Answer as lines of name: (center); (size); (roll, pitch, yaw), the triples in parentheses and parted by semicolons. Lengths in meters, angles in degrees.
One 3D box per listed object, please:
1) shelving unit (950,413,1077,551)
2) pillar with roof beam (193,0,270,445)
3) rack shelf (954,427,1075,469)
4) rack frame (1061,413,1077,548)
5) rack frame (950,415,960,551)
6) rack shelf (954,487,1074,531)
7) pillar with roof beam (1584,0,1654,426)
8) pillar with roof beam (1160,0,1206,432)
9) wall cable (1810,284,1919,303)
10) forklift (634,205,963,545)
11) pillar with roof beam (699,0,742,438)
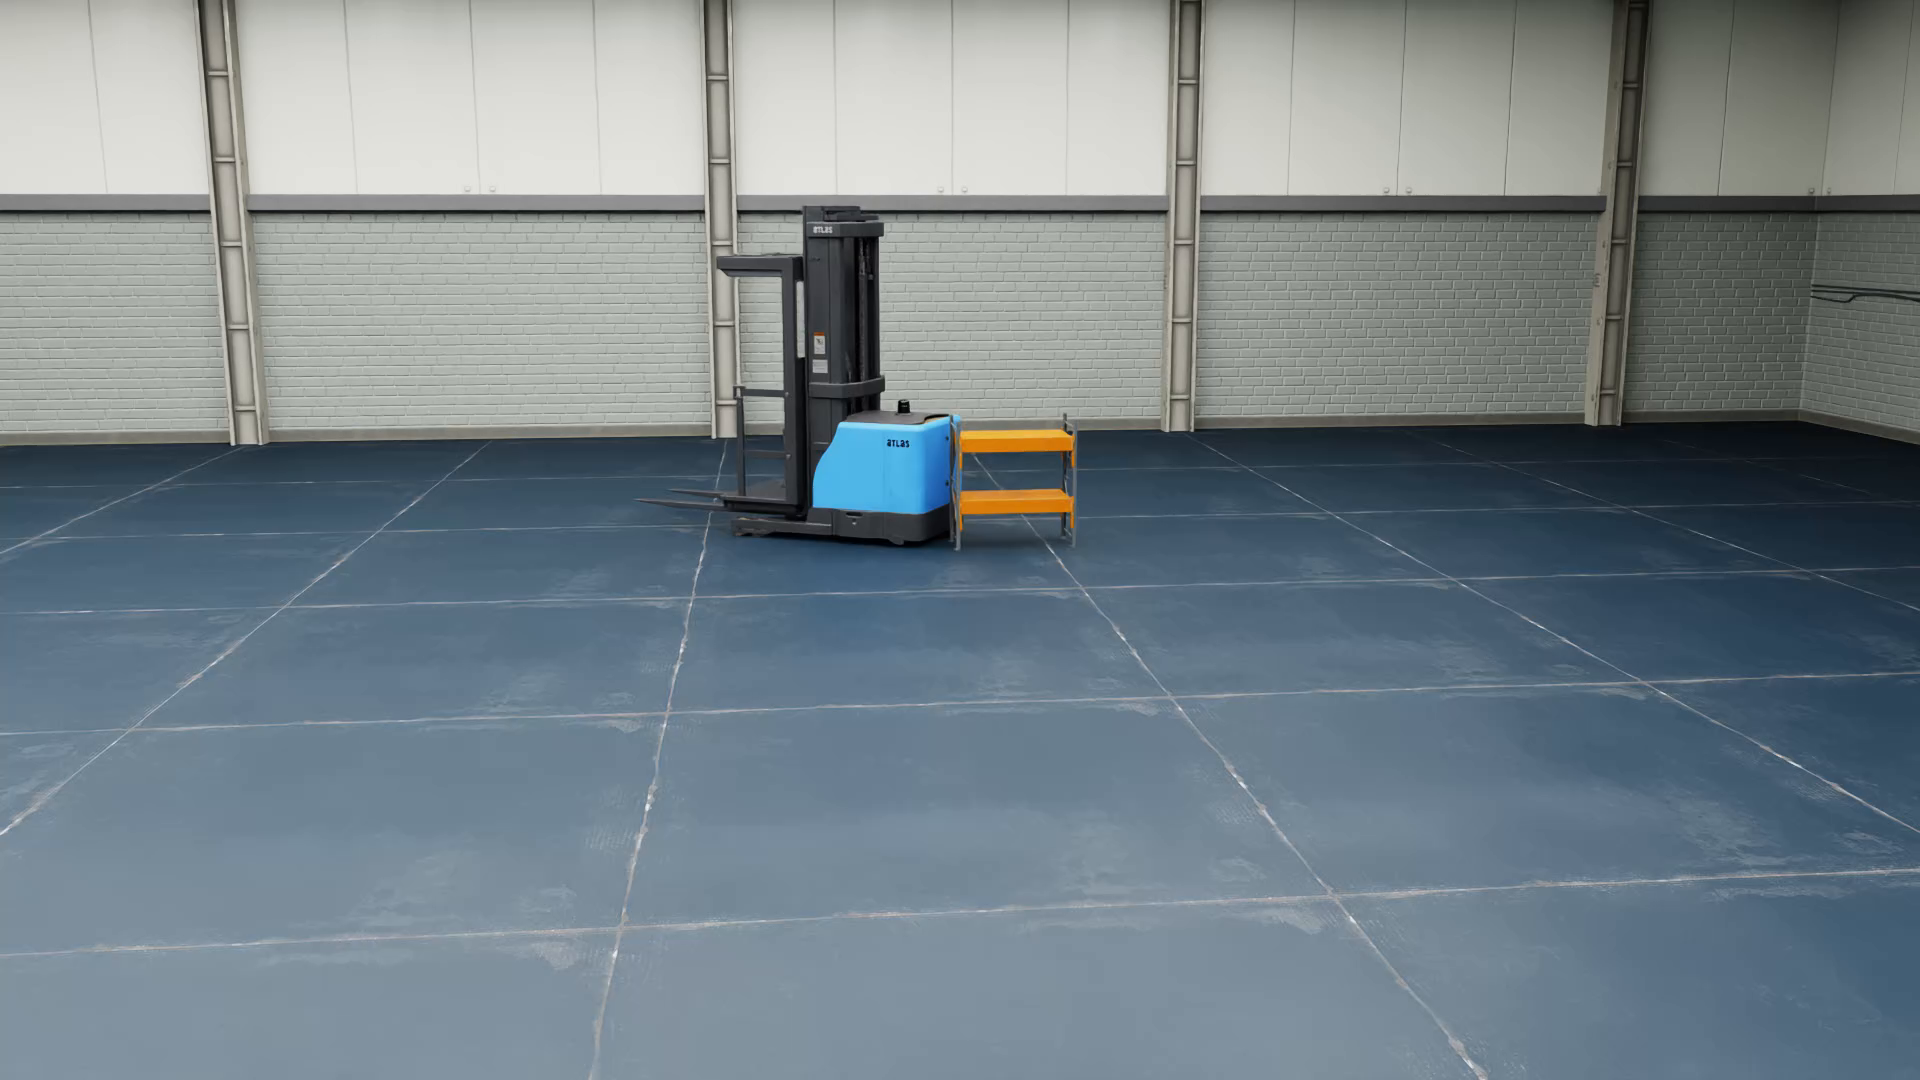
shelving unit: (0.459, -0.519, 14.594); (1.048, 1.125, 0.538); (-1, 11, -7)
pillar with roof beam: (-8.542, -4.817, 16.041); (0.400, 9.000, 9.100); (-1, 11, -6)
rack shelf: (0.459, -0.807, 14.538); (1.000, 0.278, 0.538); (-1, 11, -7)
rack frame: (0.963, -0.532, 14.660); (0.032, 1.125, 0.500); (-1, 11, -7)
rack frame: (-0.045, -0.507, 14.529); (0.032, 1.125, 0.500); (-1, 11, -7)
rack shelf: (0.459, -0.280, 14.642); (1.000, 0.278, 0.538); (-1, 11, -7)
pillar with roof beam: (9.353, -5.192, 17.949); (0.400, 9.000, 9.100); (-1, 11, -6)
pillar with roof beam: (3.388, -5.067, 17.313); (0.400, 9.000, 9.100); (-1, 11, -6)
wall cable: (11.960, -4.301, 21.470); (0.112, 2.526, 3.097); (-1, 11, -6)
forklift: (-1.540, -1.551, 15.159); (3.031, 2.935, 1.130); (4, 12, 21)
pillar with roof beam: (-2.577, -4.942, 16.677); (0.400, 9.000, 9.100); (-1, 11, -6)
